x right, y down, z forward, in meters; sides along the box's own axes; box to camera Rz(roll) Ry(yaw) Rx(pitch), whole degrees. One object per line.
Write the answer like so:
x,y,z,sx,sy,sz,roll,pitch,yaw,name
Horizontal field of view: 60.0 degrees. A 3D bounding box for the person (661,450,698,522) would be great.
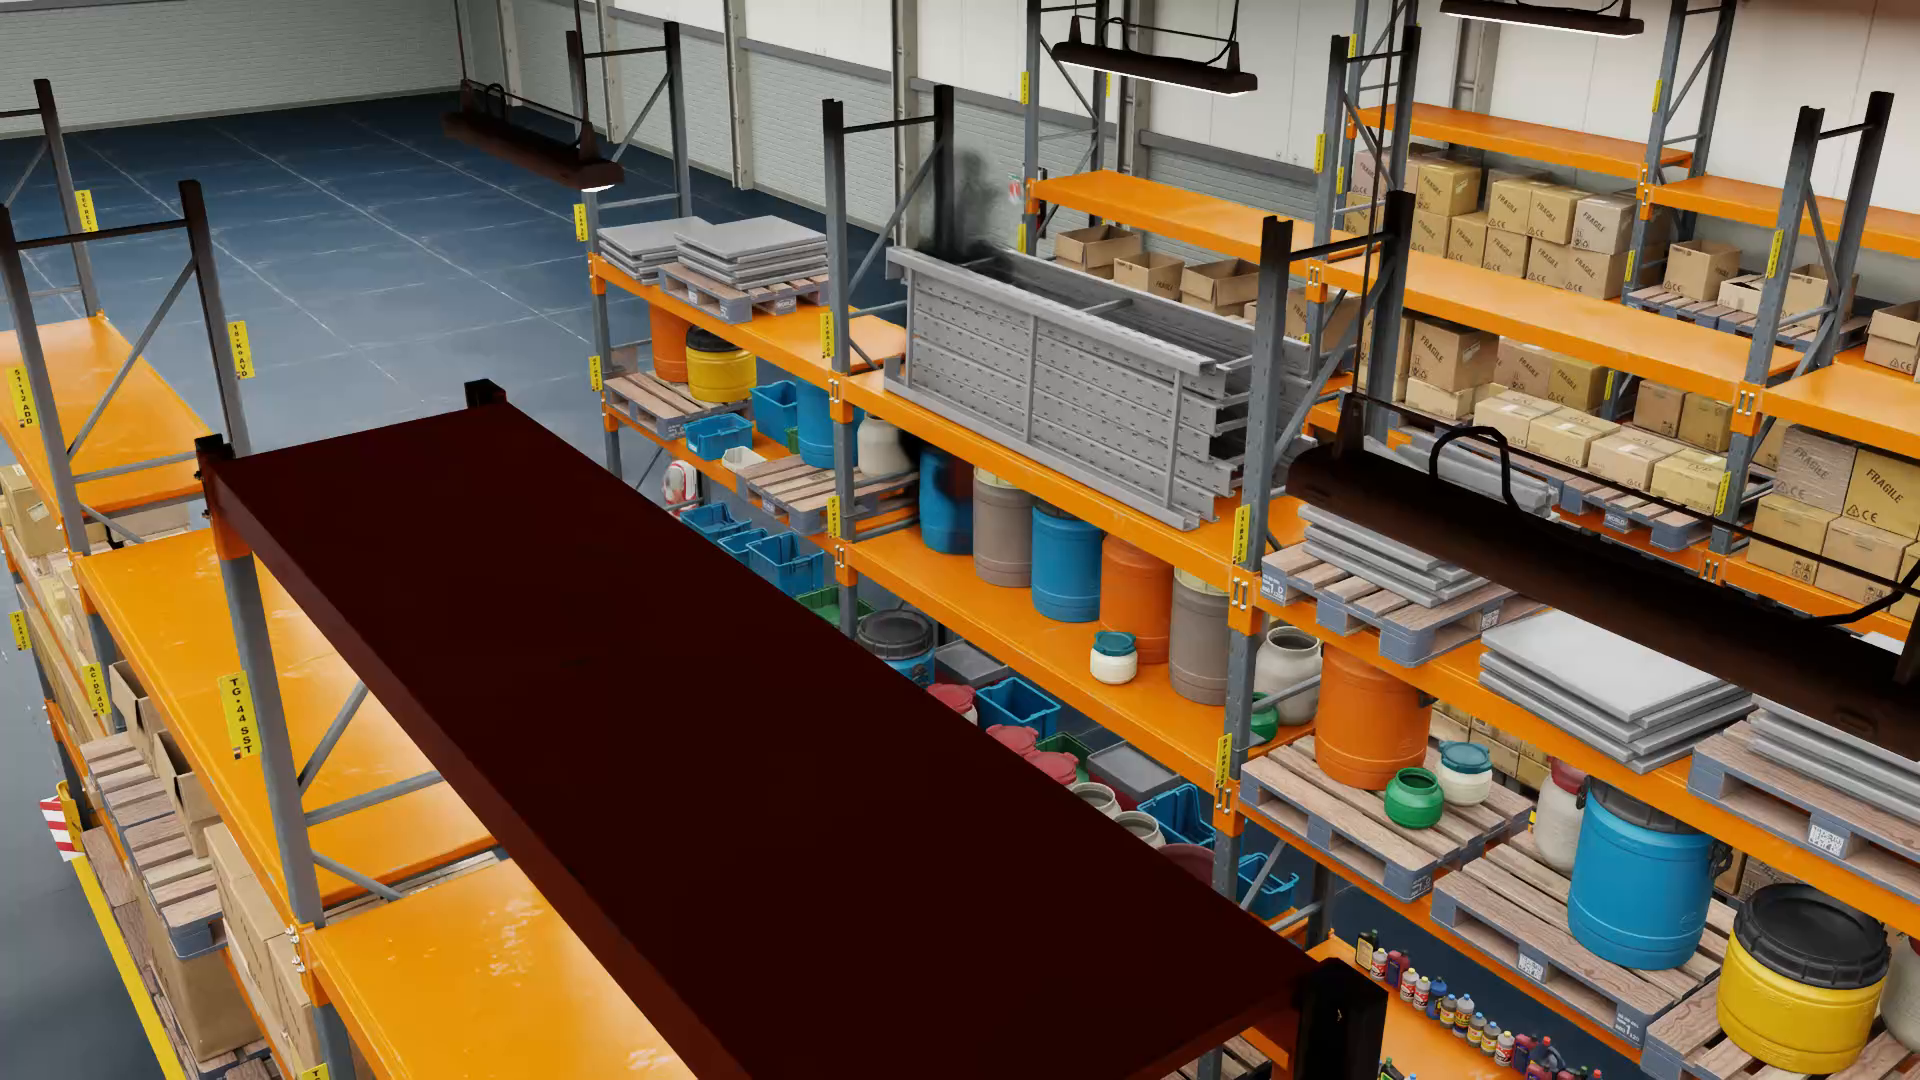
-2.959,-0.294,17.533,0.581,1.754,0.666,9,26,19,person
